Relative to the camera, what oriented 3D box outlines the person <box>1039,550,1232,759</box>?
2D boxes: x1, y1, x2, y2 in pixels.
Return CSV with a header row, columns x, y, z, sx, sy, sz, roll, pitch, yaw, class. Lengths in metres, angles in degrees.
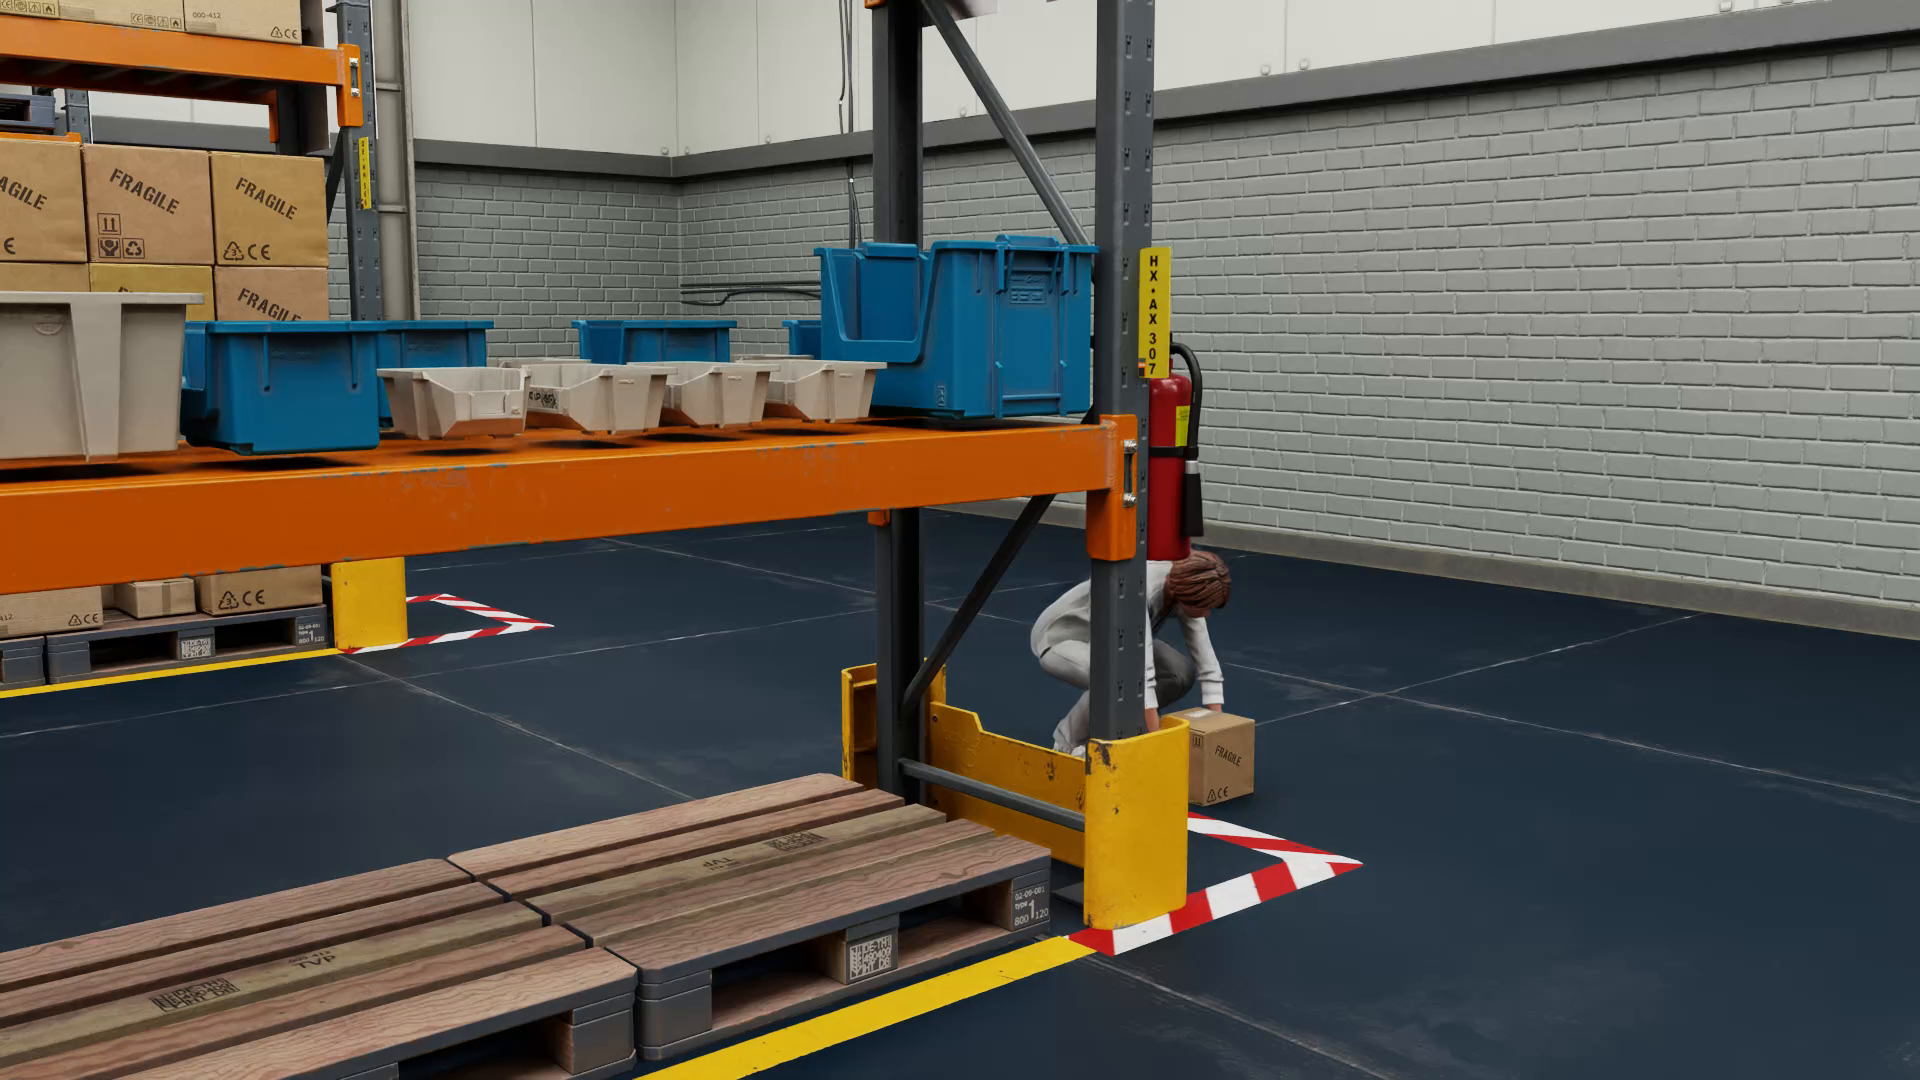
x,y,z,sx,sy,sz,roll,pitch,yaw,class
0.603,0.412,5.769,0.432,0.802,0.782,-6,10,-37,person
